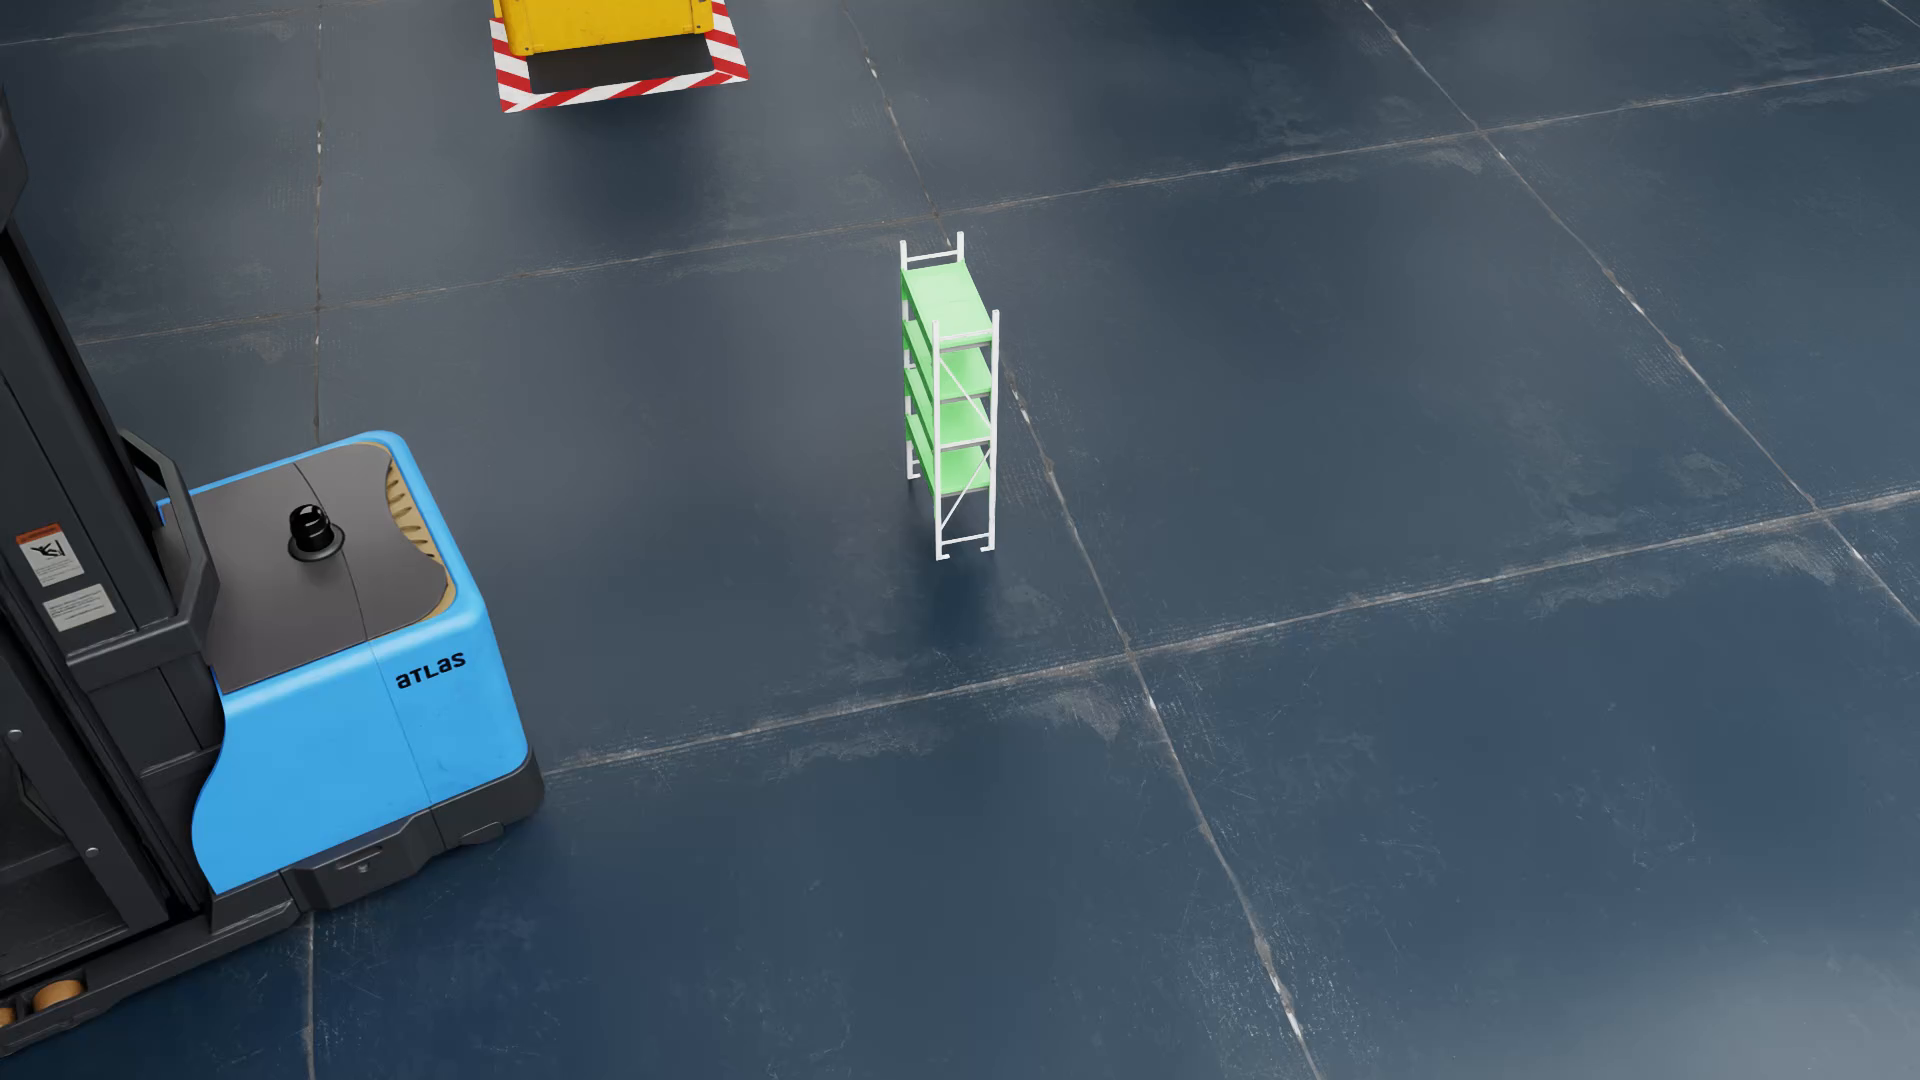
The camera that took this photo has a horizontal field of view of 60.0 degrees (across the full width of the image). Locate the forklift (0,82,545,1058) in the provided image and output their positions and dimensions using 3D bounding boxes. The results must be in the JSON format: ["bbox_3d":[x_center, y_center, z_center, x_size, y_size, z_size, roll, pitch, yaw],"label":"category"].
[{"bbox_3d":[-2.982,0.149,4.552,3.031,2.935,1.130,-22,50,-20],"label":"forklift"}]

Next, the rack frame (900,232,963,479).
[{"bbox_3d":[-0.105,-0.703,6.599,0.240,1.200,0.015,-11,47,-10],"label":"rack frame"}]

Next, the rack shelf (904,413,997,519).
[{"bbox_3d":[-0.042,-0.322,6.651,0.258,0.148,0.480,-11,47,-10],"label":"rack shelf"}]

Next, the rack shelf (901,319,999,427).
[{"bbox_3d":[-0.042,-0.658,6.308,0.258,0.148,0.480,-11,47,-10],"label":"rack shelf"}]

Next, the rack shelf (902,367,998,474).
[{"bbox_3d":[-0.042,-0.490,6.479,0.258,0.148,0.480,-11,47,-10],"label":"rack shelf"}]

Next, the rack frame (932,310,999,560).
[{"bbox_3d":[0.020,-0.366,6.268,0.240,1.200,0.015,-11,47,-10],"label":"rack frame"}]

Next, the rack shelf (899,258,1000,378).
[{"bbox_3d":[-0.042,-0.825,6.136,0.258,0.148,0.480,-11,47,-10],"label":"rack shelf"}]

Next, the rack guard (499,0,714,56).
[{"bbox_3d":[-2.025,-3.138,9.475,1.175,0.500,0.348,-11,47,-10],"label":"rack guard"}]

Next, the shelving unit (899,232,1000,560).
[{"bbox_3d":[-0.042,-0.534,6.433,0.258,1.200,0.503,-11,47,-10],"label":"shelving unit"}]
